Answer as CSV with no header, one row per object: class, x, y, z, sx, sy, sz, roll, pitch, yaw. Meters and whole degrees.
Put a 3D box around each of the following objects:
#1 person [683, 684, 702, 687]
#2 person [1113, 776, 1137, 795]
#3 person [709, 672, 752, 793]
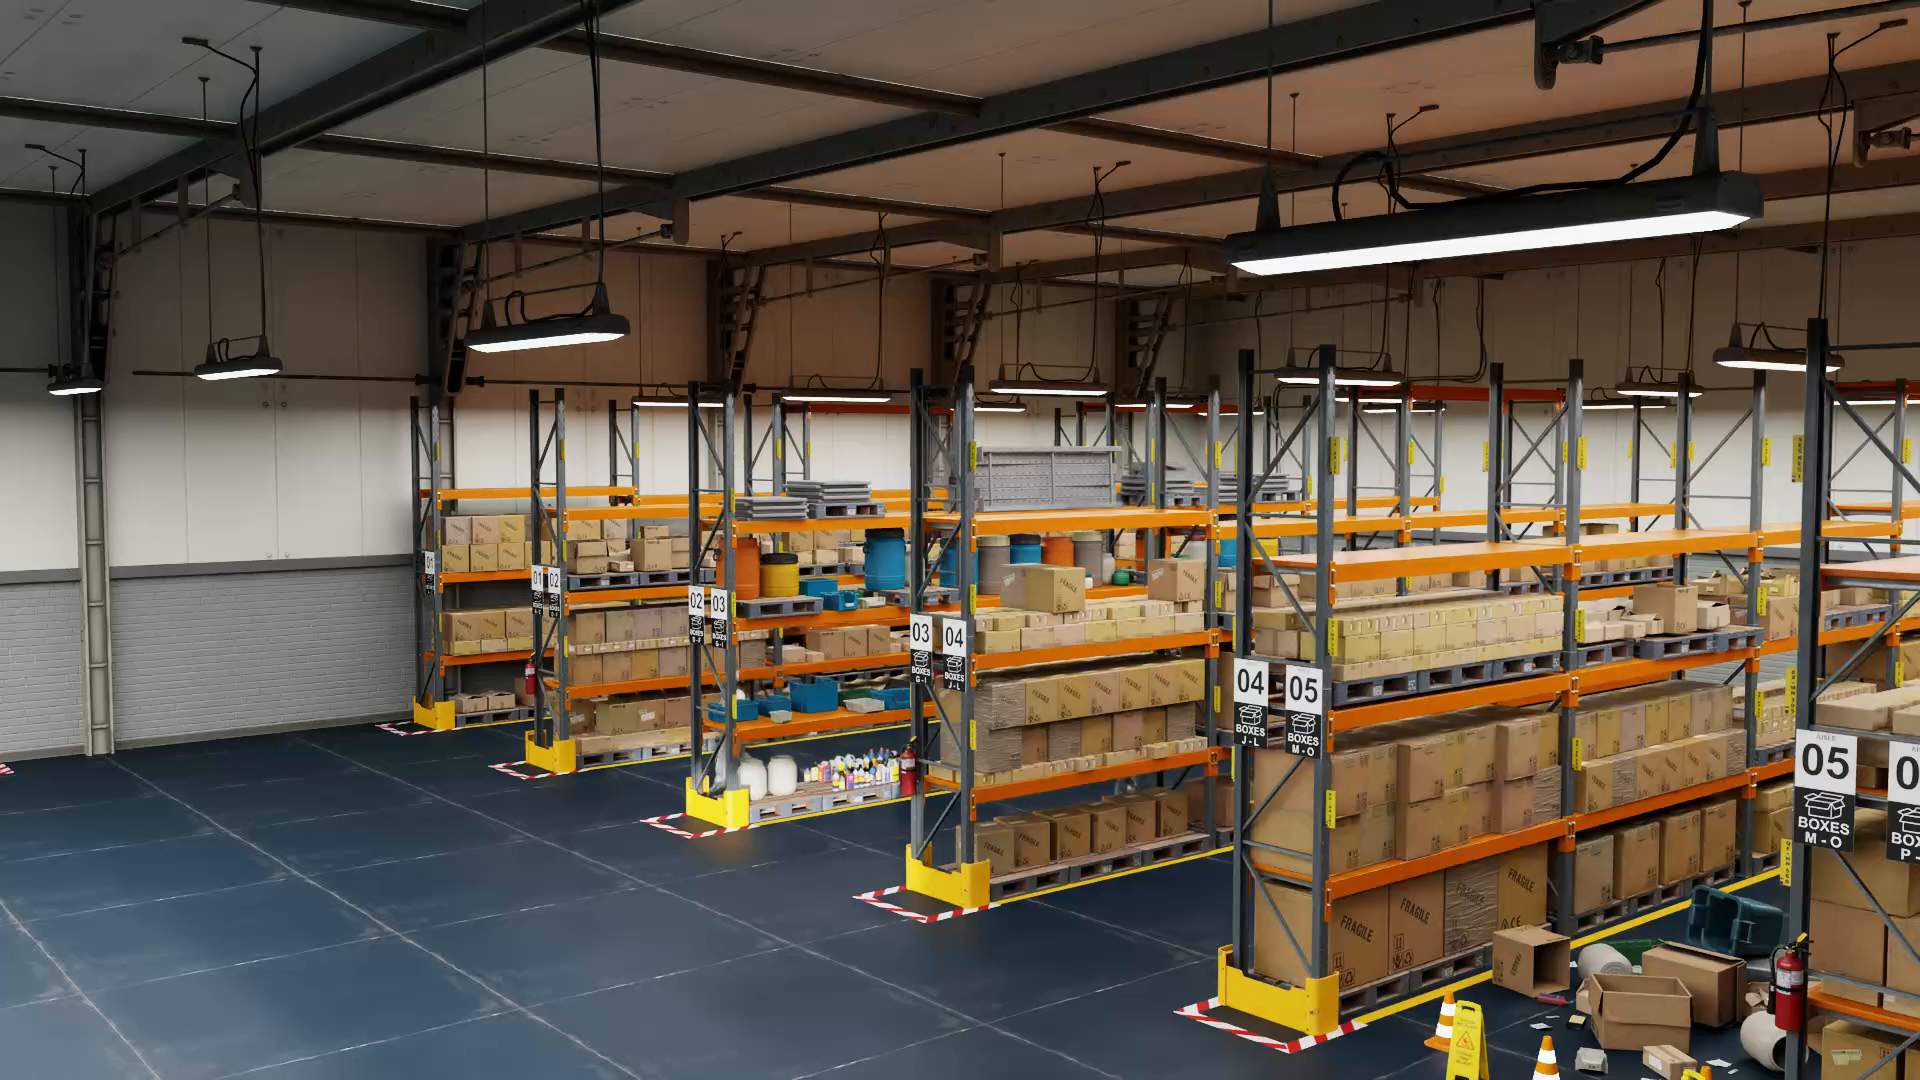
person,-4.848,2.494,30.543,0.639,1.731,0.696,-3,5,-42
person,2.300,2.965,23.456,0.541,1.574,0.867,2,4,37
person,-3.333,2.828,24.637,0.848,1.807,0.685,-3,4,-38
